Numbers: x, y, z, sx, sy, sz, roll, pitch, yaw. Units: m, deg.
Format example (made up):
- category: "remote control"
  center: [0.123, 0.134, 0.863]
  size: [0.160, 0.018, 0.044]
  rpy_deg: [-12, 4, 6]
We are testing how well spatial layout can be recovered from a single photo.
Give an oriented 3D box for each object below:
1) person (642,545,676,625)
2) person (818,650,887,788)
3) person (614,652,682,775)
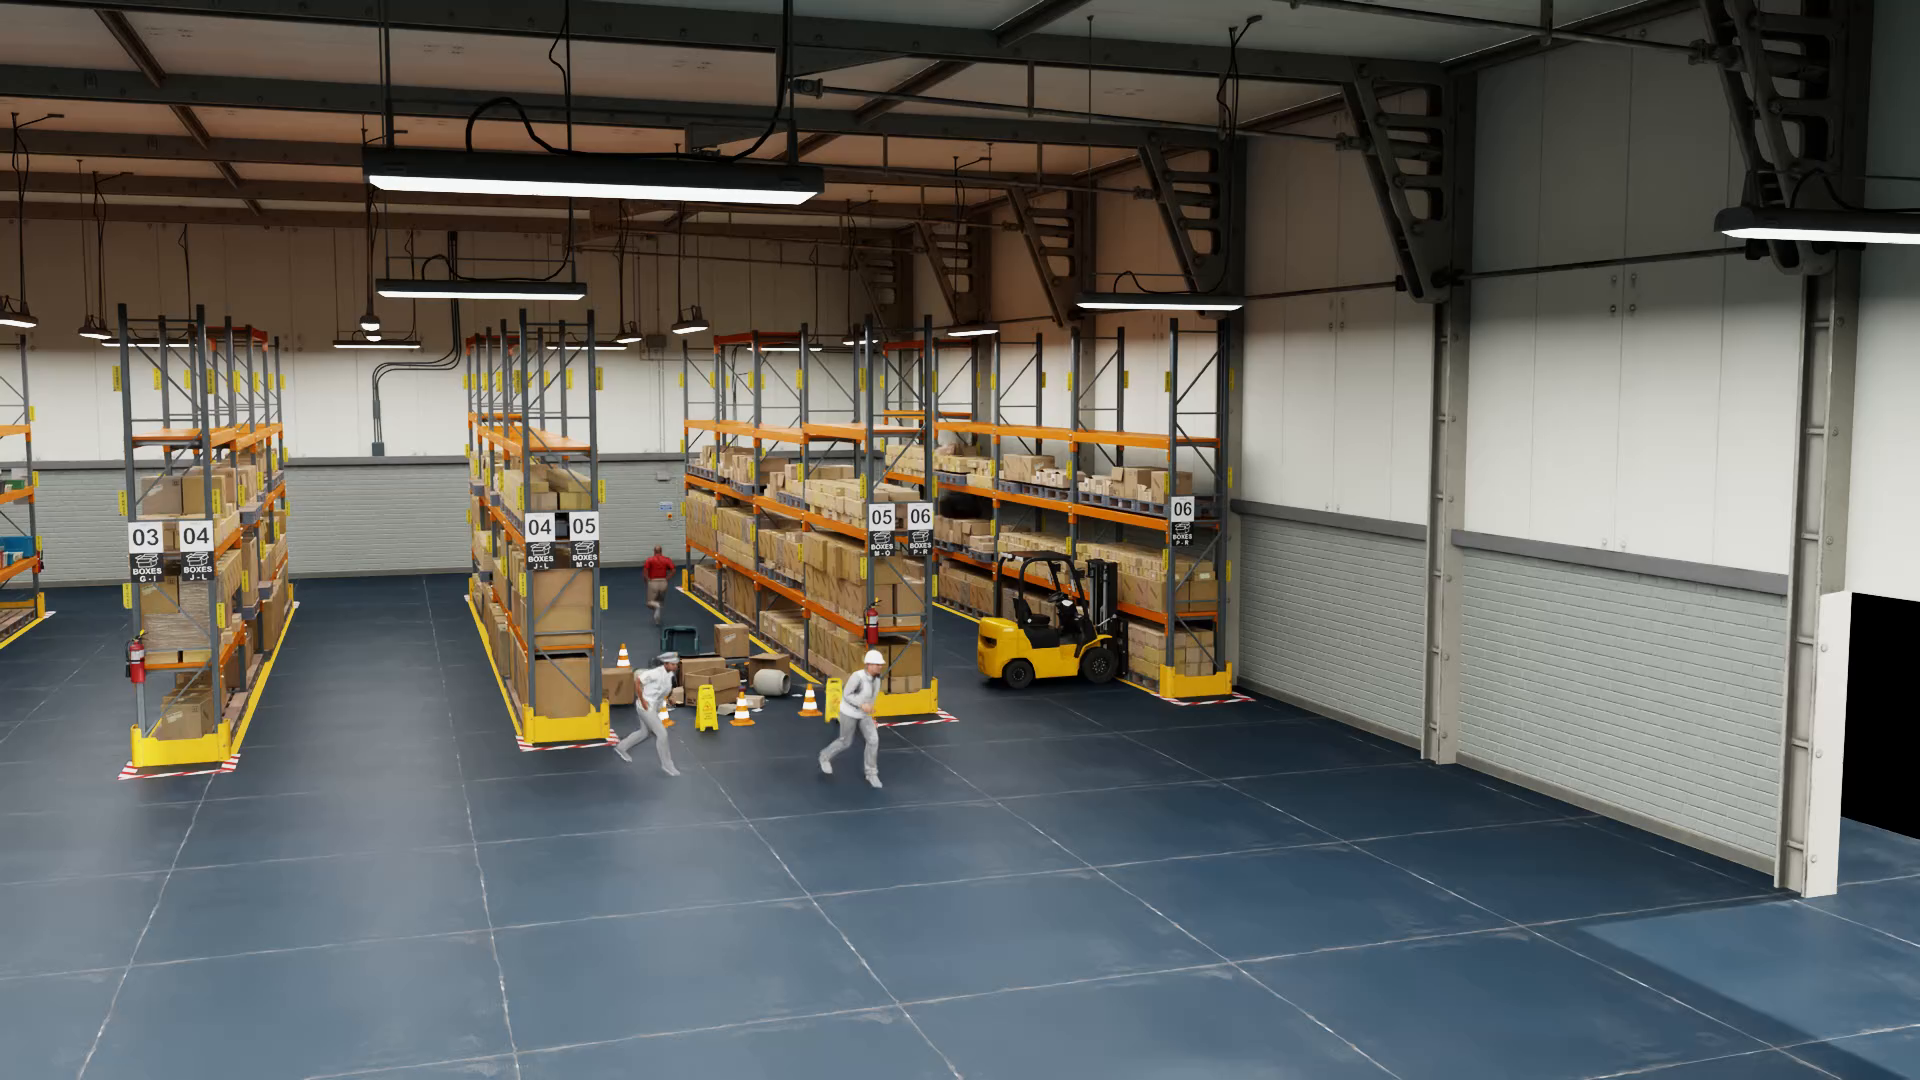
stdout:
- category: "person"
  center: [-6.183, 0.953, 34.114]
  size: [0.681, 1.700, 0.703]
  rpy_deg: [-3, 6, -27]
- category: "person"
  center: [-1.343, 2.207, 20.819]
  size: [1.045, 1.733, 0.697]
  rpy_deg: [3, 6, 32]
- category: "person"
  center: [-4.029, 2.217, 21.333]
  size: [0.976, 1.626, 0.613]
  rpy_deg: [2, 6, 24]
